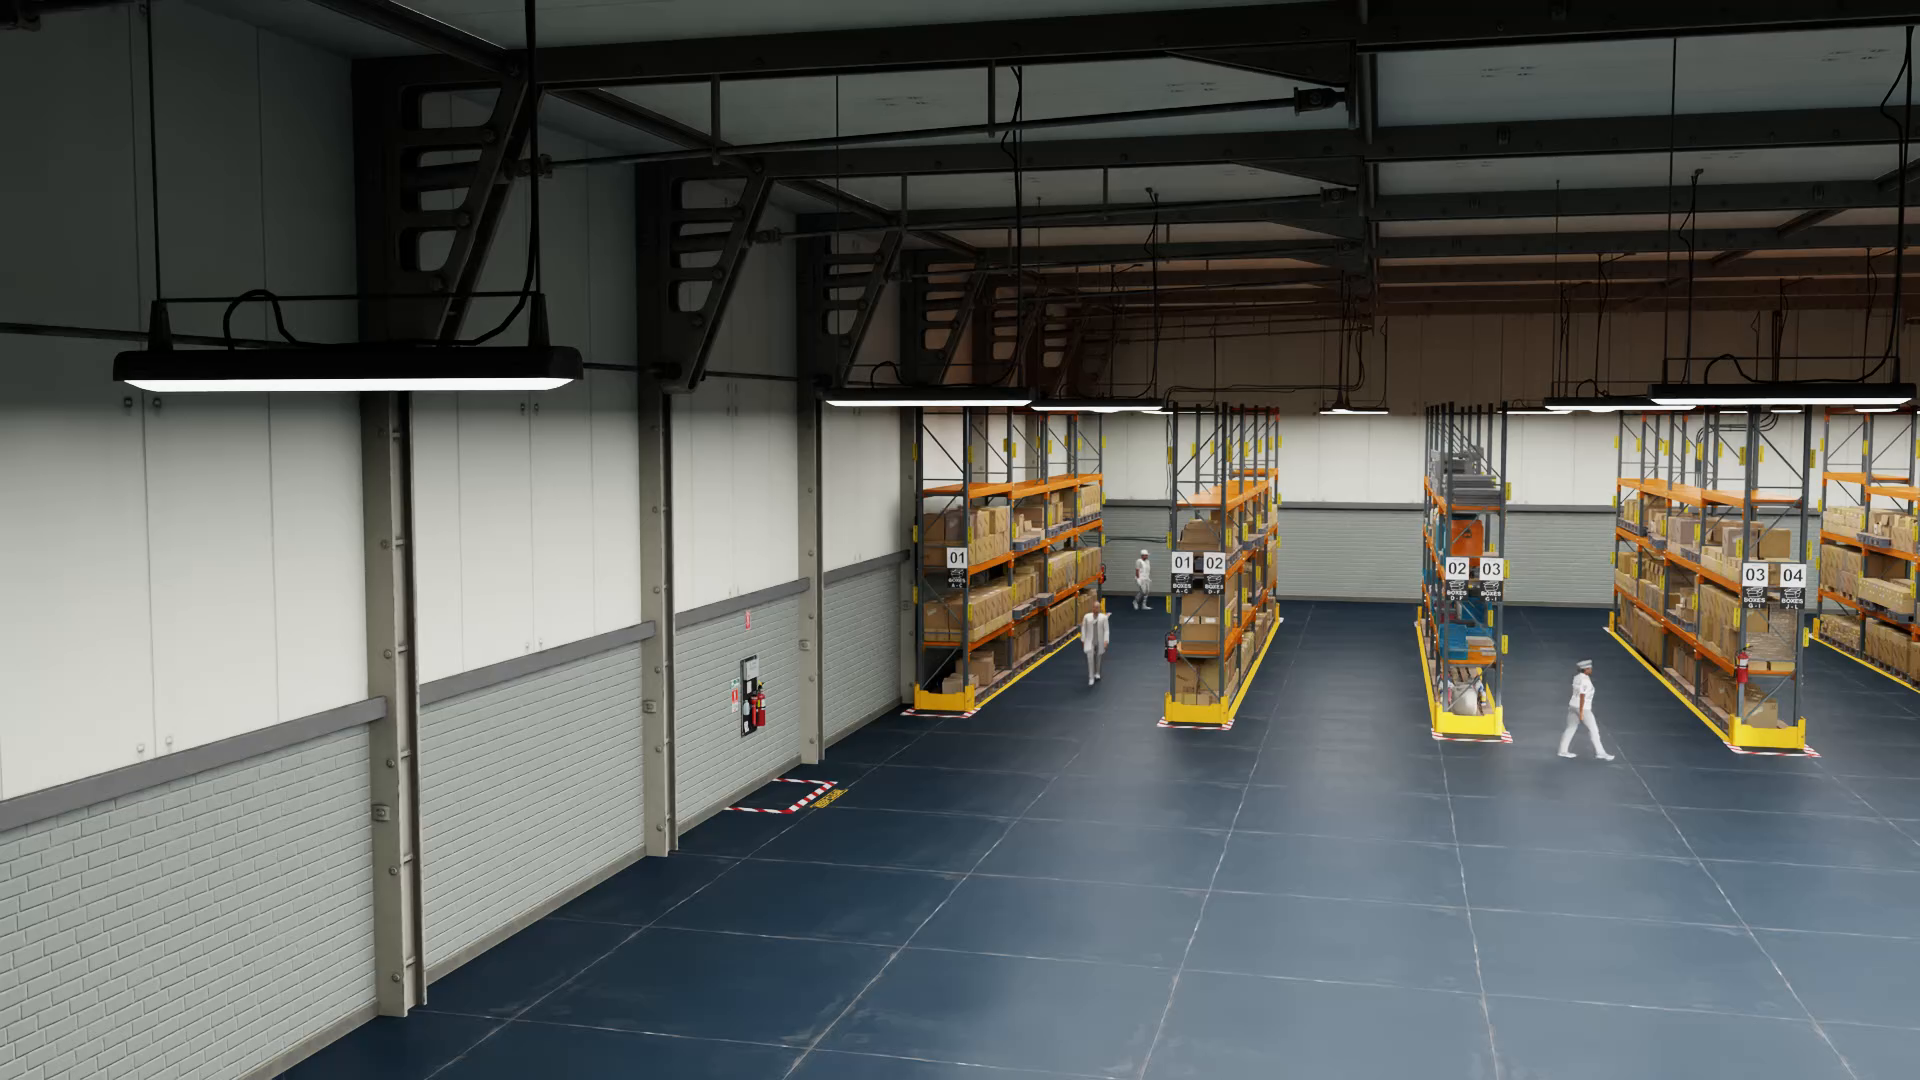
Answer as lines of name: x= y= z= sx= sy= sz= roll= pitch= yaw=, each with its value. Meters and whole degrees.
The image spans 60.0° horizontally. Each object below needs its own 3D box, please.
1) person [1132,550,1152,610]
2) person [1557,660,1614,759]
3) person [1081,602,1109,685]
person: x=5.403 y=1.181 z=49.257 sx=0.507 sy=1.785 sz=0.614 roll=3 pitch=5 yaw=34
person: x=10.463 y=2.826 z=27.845 sx=0.853 sy=1.630 sz=0.507 roll=-1 pitch=4 yaw=-8
person: x=2.912 y=2.192 z=35.773 sx=0.589 sy=1.718 sz=1.140 roll=0 pitch=4 yaw=-1
